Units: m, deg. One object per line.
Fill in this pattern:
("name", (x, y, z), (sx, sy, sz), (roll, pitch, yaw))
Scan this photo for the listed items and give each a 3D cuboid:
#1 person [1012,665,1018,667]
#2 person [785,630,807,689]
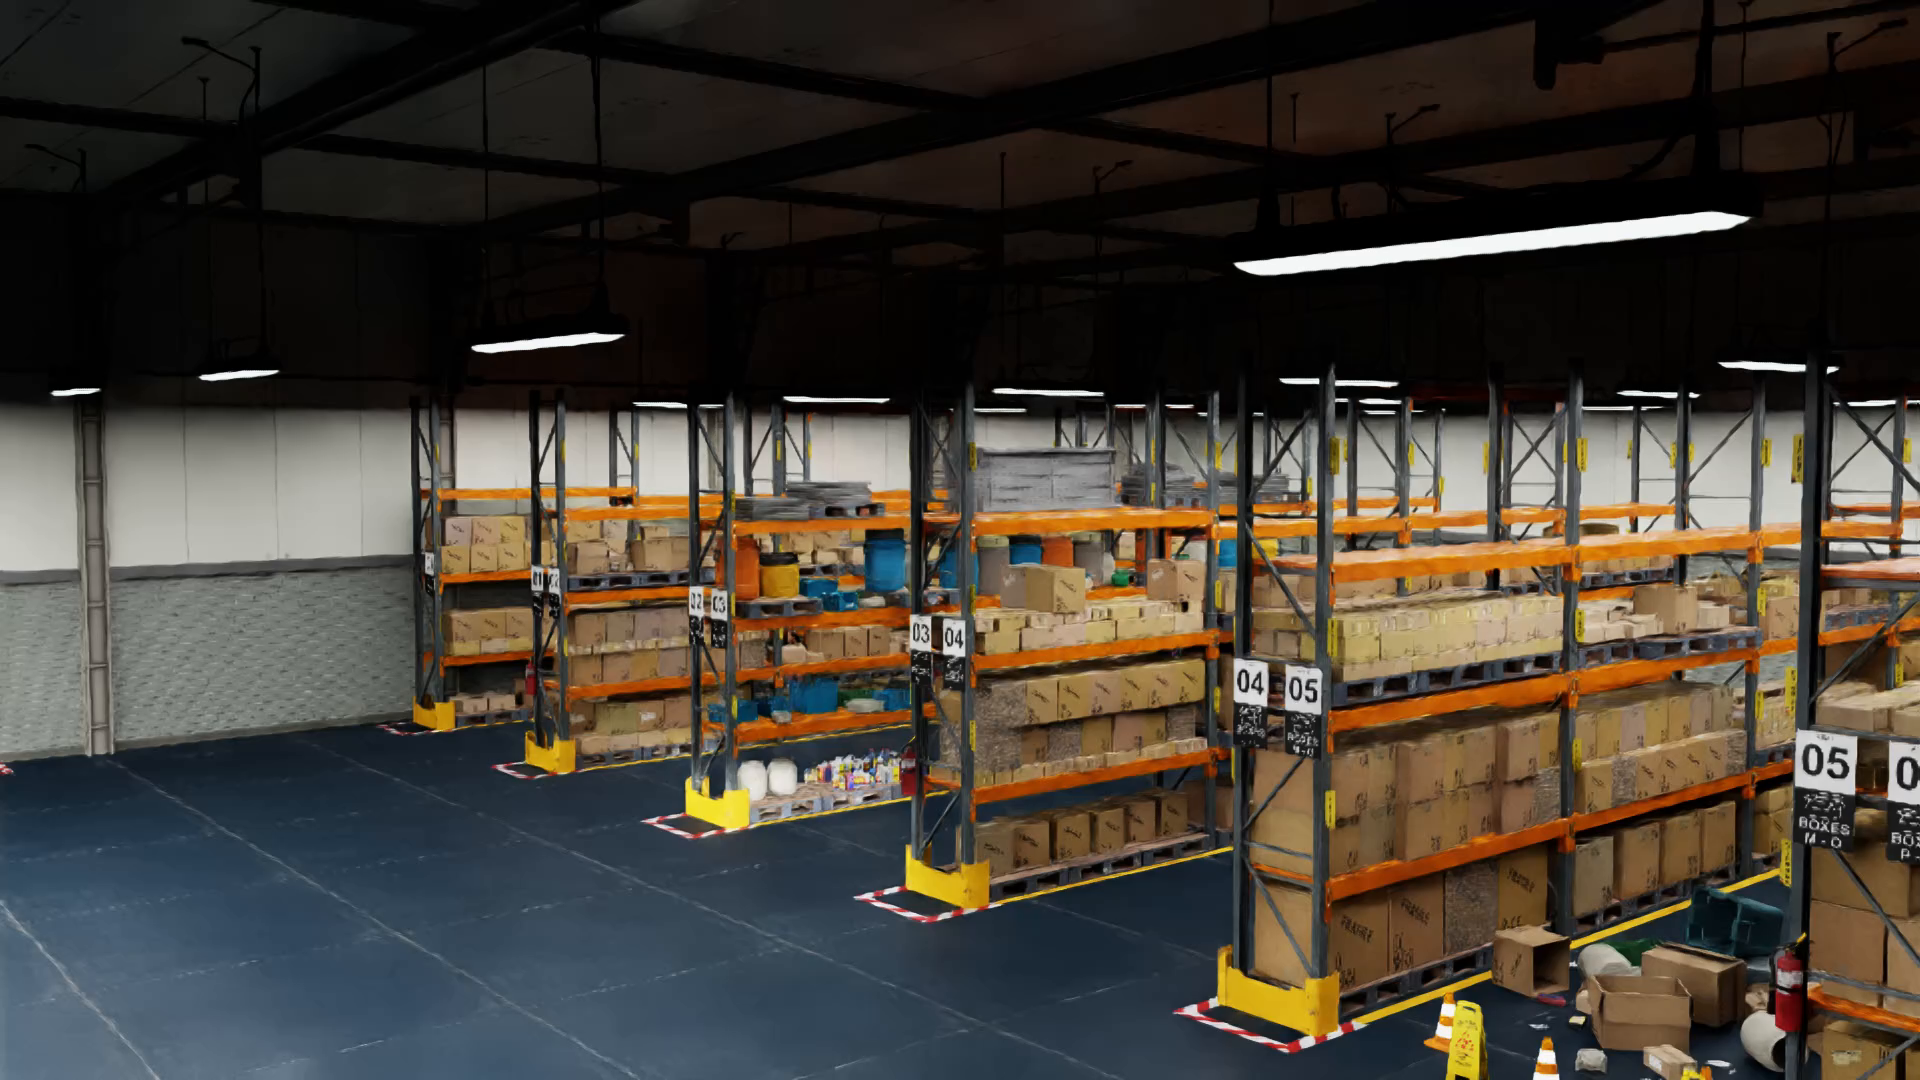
("person", (0.869, 2.589, 28.259), (0.456, 1.786, 0.620), (1, 4, 19))
("person", (-3.082, 2.500, 31.603), (0.507, 1.619, 0.598), (-3, 4, -42))
